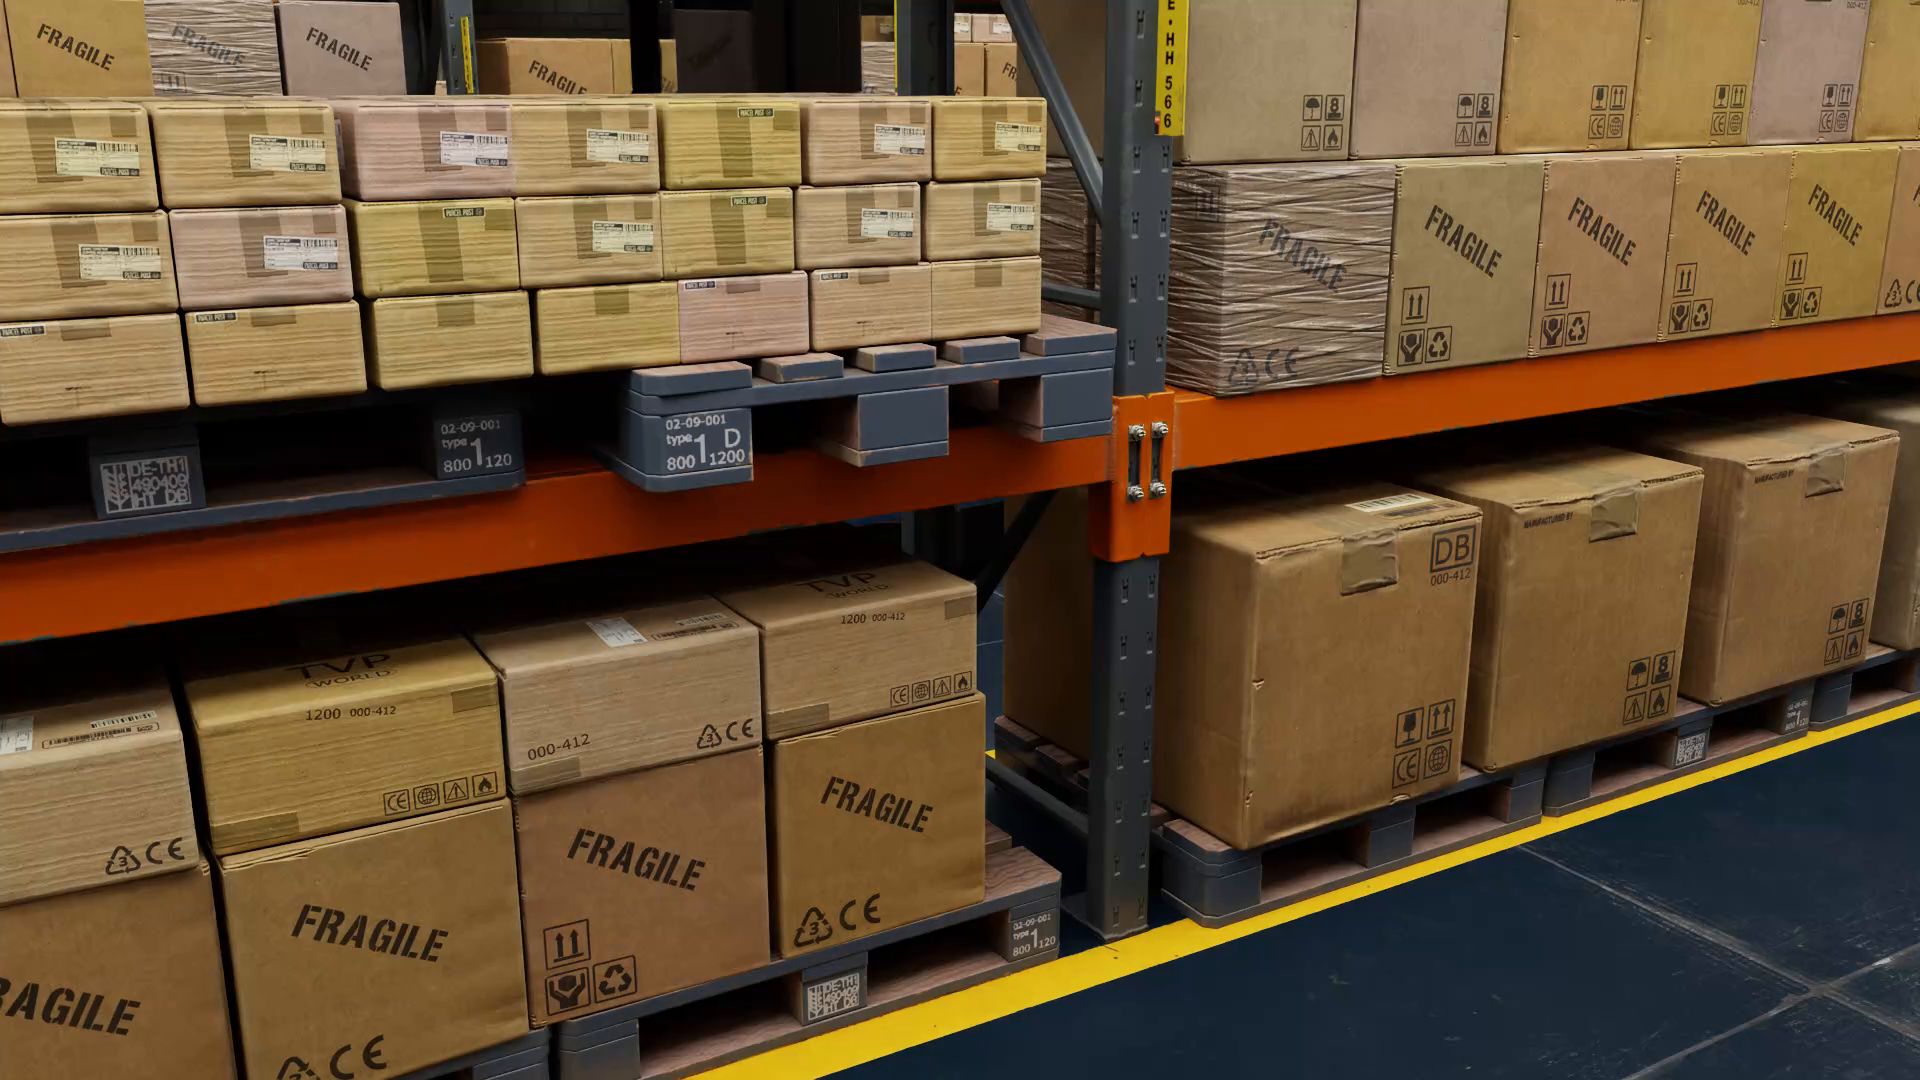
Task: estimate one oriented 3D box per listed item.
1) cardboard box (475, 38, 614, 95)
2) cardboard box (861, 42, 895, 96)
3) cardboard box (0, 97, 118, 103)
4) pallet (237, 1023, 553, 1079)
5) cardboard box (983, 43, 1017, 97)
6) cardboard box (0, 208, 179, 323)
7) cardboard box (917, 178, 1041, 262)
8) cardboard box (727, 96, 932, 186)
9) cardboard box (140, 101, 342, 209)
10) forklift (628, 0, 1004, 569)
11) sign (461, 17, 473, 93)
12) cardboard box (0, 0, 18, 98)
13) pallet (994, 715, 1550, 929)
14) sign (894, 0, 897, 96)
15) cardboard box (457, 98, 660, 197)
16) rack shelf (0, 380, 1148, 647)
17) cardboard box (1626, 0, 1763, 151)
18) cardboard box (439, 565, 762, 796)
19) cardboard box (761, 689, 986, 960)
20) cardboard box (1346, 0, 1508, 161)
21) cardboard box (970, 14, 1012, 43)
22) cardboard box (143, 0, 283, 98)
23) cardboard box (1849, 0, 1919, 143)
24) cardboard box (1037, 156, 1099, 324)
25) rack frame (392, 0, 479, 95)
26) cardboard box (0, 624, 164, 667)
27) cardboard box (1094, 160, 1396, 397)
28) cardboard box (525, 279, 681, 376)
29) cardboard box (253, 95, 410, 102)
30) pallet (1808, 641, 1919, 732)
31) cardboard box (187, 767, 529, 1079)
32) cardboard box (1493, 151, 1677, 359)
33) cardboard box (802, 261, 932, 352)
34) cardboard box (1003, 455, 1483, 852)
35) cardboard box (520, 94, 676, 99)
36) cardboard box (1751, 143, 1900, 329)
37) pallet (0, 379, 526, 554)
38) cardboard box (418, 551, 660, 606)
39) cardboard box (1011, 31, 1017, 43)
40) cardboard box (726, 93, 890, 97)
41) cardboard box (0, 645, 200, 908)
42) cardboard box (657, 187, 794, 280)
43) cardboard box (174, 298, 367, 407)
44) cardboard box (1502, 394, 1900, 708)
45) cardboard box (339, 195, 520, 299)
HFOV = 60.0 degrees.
[{"bbox_3d":[-1.986,-2.137,7.961,0.500,0.500,0.500,-10,18,-31],"label":"cardboard box"},{"bbox_3d":[-0.658,-2.354,8.736,0.500,0.500,0.500,-10,19,-32],"label":"cardboard box"},{"bbox_3d":[-1.692,-0.735,3.058,0.250,0.149,0.380,-10,18,-30],"label":"cardboard box"},{"bbox_3d":[-1.570,1.016,3.393,1.213,0.211,1.003,-9,18,-30],"label":"pallet"},{"bbox_3d":[0.236,-2.497,9.247,0.500,0.500,0.500,-9,18,-29],"label":"cardboard box"},{"bbox_3d":[-1.369,-0.438,2.551,0.250,0.149,0.380,-10,18,-31],"label":"cardboard box"},{"bbox_3d":[-0.044,-0.654,3.320,0.250,0.149,0.380,-9,18,-29],"label":"cardboard box"},{"bbox_3d":[-0.255,-0.762,3.157,0.250,0.149,0.380,-9,18,-30],"label":"cardboard box"},{"bbox_3d":[-1.148,-0.617,2.640,0.250,0.149,0.380,-8,18,-27],"label":"cardboard box"},{"bbox_3d":[-1.175,-1.196,6.245,3.031,2.935,1.130,-10,19,-33],"label":"forklift"},{"bbox_3d":[-2.202,-2.164,7.427,0.005,0.325,0.100,-9,18,-30],"label":"sign"},{"bbox_3d":[-4.101,-1.922,6.672,0.500,0.500,0.500,-10,18,-31],"label":"cardboard box"},{"bbox_3d":[0.860,0.647,4.709,1.213,0.211,1.003,-9,18,-30],"label":"pallet"},{"bbox_3d":[-0.143,-1.289,4.304,0.005,0.325,0.100,-9,18,-30],"label":"sign"},{"bbox_3d":[-0.707,-0.688,2.892,0.250,0.149,0.380,-9,18,-28],"label":"cardboard box"},{"bbox_3d":[-1.569,0.021,3.109,4.000,0.370,1.077,-9,18,-30],"label":"rack shelf"},{"bbox_3d":[1.845,-1.406,4.832,0.500,0.500,0.700,-9,18,-30],"label":"cardboard box"},{"bbox_3d":[-0.733,0.266,3.369,0.500,0.250,0.500,-9,18,-29],"label":"cardboard box"},{"bbox_3d":[-0.284,0.550,3.743,0.500,0.500,0.500,-9,18,-30],"label":"cardboard box"},{"bbox_3d":[0.968,-1.263,4.322,0.500,0.500,0.700,-10,18,-31],"label":"cardboard box"},{"bbox_3d":[0.075,-2.781,9.057,0.250,0.149,0.380,-10,18,-31],"label":"cardboard box"},{"bbox_3d":[-3.235,-2.058,7.158,0.500,0.500,0.500,-9,18,-29],"label":"cardboard box"},{"bbox_3d":[2.712,-1.546,5.331,0.500,0.500,0.700,-10,18,-31],"label":"cardboard box"},{"bbox_3d":[0.393,-0.776,4.436,0.500,0.500,0.500,-9,18,-30],"label":"cardboard box"},{"bbox_3d":[-2.490,-1.734,8.040,0.127,3.000,1.000,-9,18,-30],"label":"rack frame"},{"bbox_3d":[-1.882,0.286,3.296,0.500,0.250,0.500,-10,19,-32],"label":"cardboard box"},{"bbox_3d":[0.669,-0.651,3.990,0.500,0.500,0.500,-9,18,-29],"label":"cardboard box"},{"bbox_3d":[-0.690,-0.406,2.987,0.250,0.149,0.380,-9,18,-30],"label":"cardboard box"},{"bbox_3d":[-1.250,-0.806,3.312,0.250,0.149,0.380,-8,18,-27],"label":"cardboard box"},{"bbox_3d":[2.952,0.308,5.919,1.213,0.211,1.003,-9,18,-30],"label":"pallet"},{"bbox_3d":[-1.176,0.699,3.213,0.500,0.500,0.500,-10,19,-32],"label":"cardboard box"},{"bbox_3d":[1.536,-0.793,4.495,0.500,0.500,0.500,-9,18,-30],"label":"cardboard box"},{"bbox_3d":[-0.254,-0.475,3.236,0.250,0.149,0.380,-9,18,-30],"label":"cardboard box"},{"bbox_3d":[0.714,0.214,4.479,0.750,0.750,1.050,-9,18,-30],"label":"cardboard box"},{"bbox_3d":[-0.792,-0.880,3.578,0.250,0.149,0.380,-9,18,-30],"label":"cardboard box"},{"bbox_3d":[2.398,-0.932,4.994,0.500,0.500,0.500,-9,18,-29],"label":"cardboard box"},{"bbox_3d":[-1.530,-0.226,3.015,1.213,0.211,1.003,-9,18,-30],"label":"pallet"},{"bbox_3d":[-1.005,0.148,3.790,0.500,0.250,0.500,-9,18,-30],"label":"cardboard box"},{"bbox_3d":[0.353,-3.013,9.884,0.250,0.149,0.380,-9,18,-30],"label":"cardboard box"},{"bbox_3d":[-0.354,-0.951,3.830,0.250,0.149,0.380,-9,18,-30],"label":"cardboard box"},{"bbox_3d":[-1.619,0.407,2.864,0.500,0.250,0.500,-8,18,-28],"label":"cardboard box"},{"bbox_3d":[-0.496,-0.579,3.054,0.250,0.149,0.380,-9,18,-28],"label":"cardboard box"},{"bbox_3d":[-1.143,-0.332,2.726,0.250,0.149,0.380,-9,18,-28],"label":"cardboard box"},{"bbox_3d":[2.260,-0.038,5.377,0.750,0.750,1.050,-9,18,-30],"label":"cardboard box"},{"bbox_3d":[-0.925,-0.510,2.809,0.250,0.149,0.380,-9,18,-30],"label":"cardboard box"}]
